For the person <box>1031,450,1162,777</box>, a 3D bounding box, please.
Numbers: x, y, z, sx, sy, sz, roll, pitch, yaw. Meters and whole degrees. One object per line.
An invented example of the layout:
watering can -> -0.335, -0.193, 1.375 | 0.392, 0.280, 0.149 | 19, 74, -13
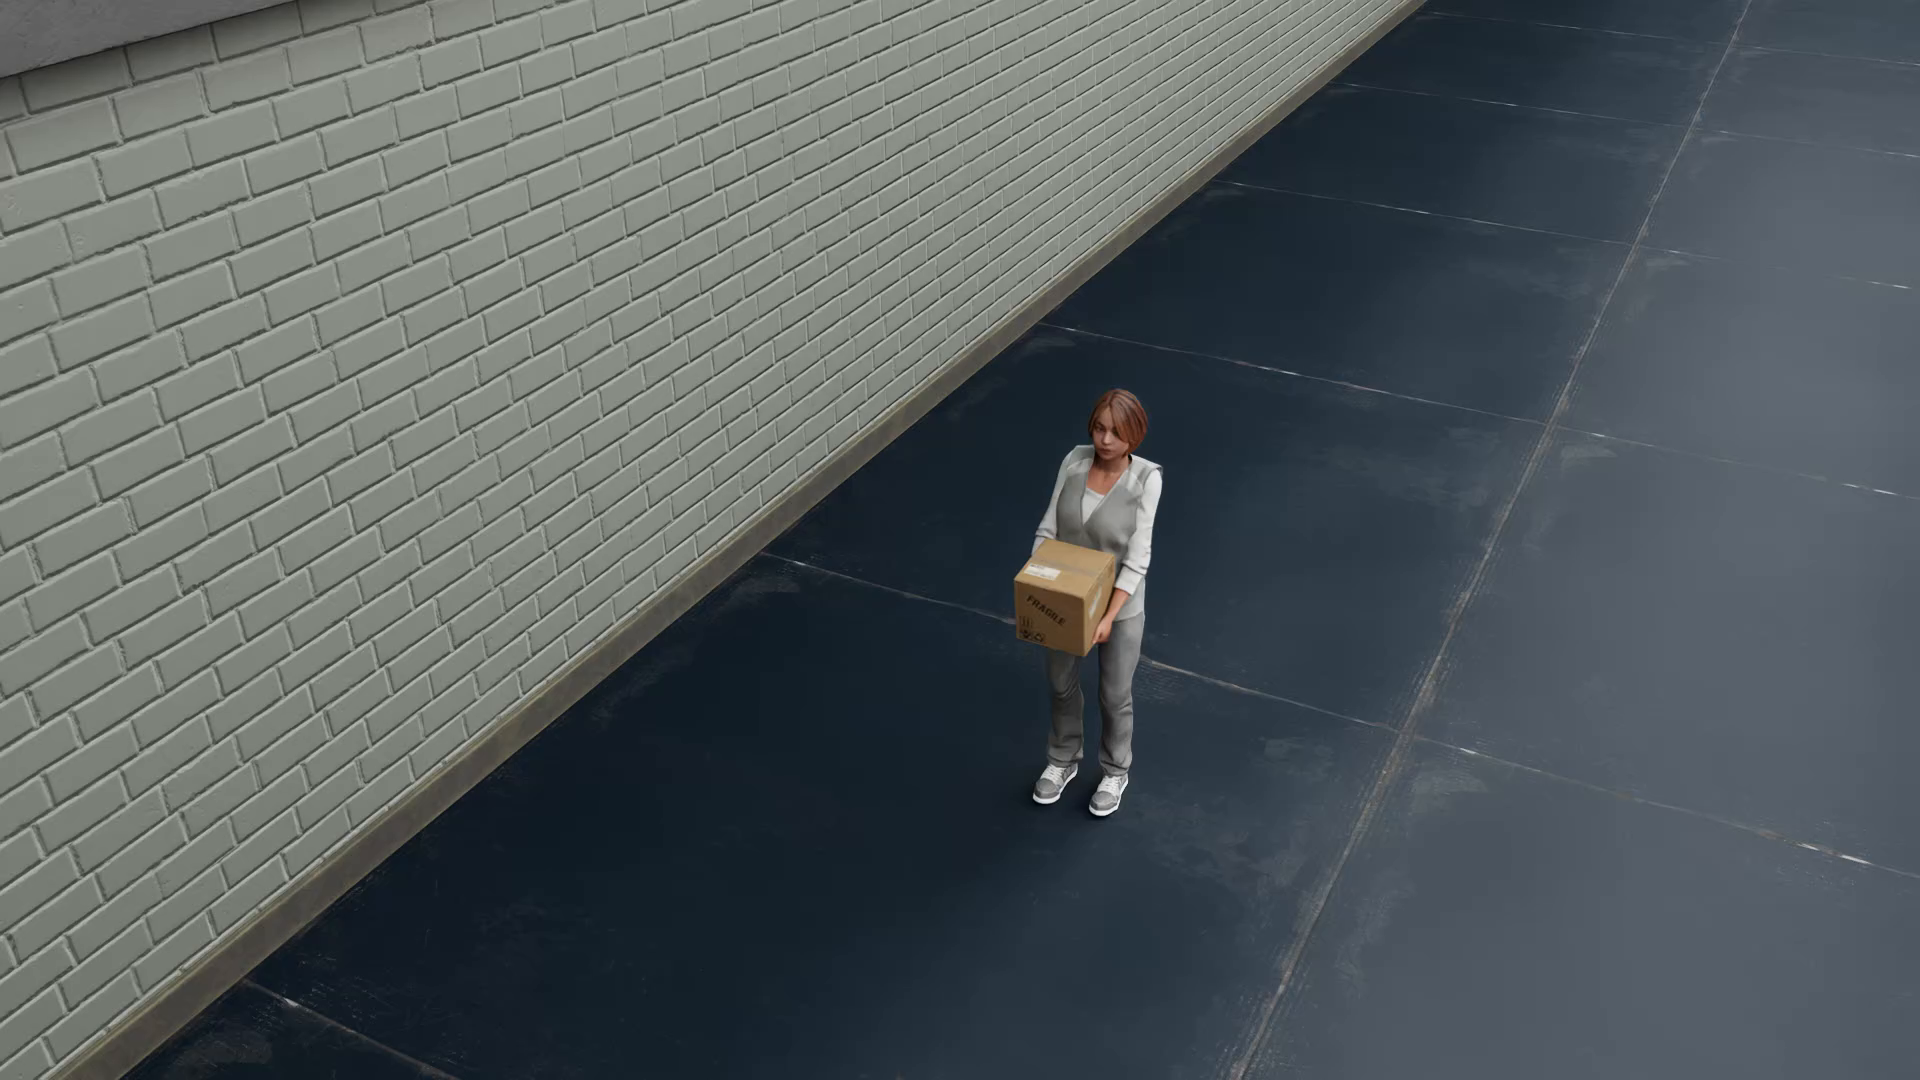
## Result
person -> 0.470, 0.304, 5.805 | 0.406, 1.280, 0.316 | 15, 34, 23
